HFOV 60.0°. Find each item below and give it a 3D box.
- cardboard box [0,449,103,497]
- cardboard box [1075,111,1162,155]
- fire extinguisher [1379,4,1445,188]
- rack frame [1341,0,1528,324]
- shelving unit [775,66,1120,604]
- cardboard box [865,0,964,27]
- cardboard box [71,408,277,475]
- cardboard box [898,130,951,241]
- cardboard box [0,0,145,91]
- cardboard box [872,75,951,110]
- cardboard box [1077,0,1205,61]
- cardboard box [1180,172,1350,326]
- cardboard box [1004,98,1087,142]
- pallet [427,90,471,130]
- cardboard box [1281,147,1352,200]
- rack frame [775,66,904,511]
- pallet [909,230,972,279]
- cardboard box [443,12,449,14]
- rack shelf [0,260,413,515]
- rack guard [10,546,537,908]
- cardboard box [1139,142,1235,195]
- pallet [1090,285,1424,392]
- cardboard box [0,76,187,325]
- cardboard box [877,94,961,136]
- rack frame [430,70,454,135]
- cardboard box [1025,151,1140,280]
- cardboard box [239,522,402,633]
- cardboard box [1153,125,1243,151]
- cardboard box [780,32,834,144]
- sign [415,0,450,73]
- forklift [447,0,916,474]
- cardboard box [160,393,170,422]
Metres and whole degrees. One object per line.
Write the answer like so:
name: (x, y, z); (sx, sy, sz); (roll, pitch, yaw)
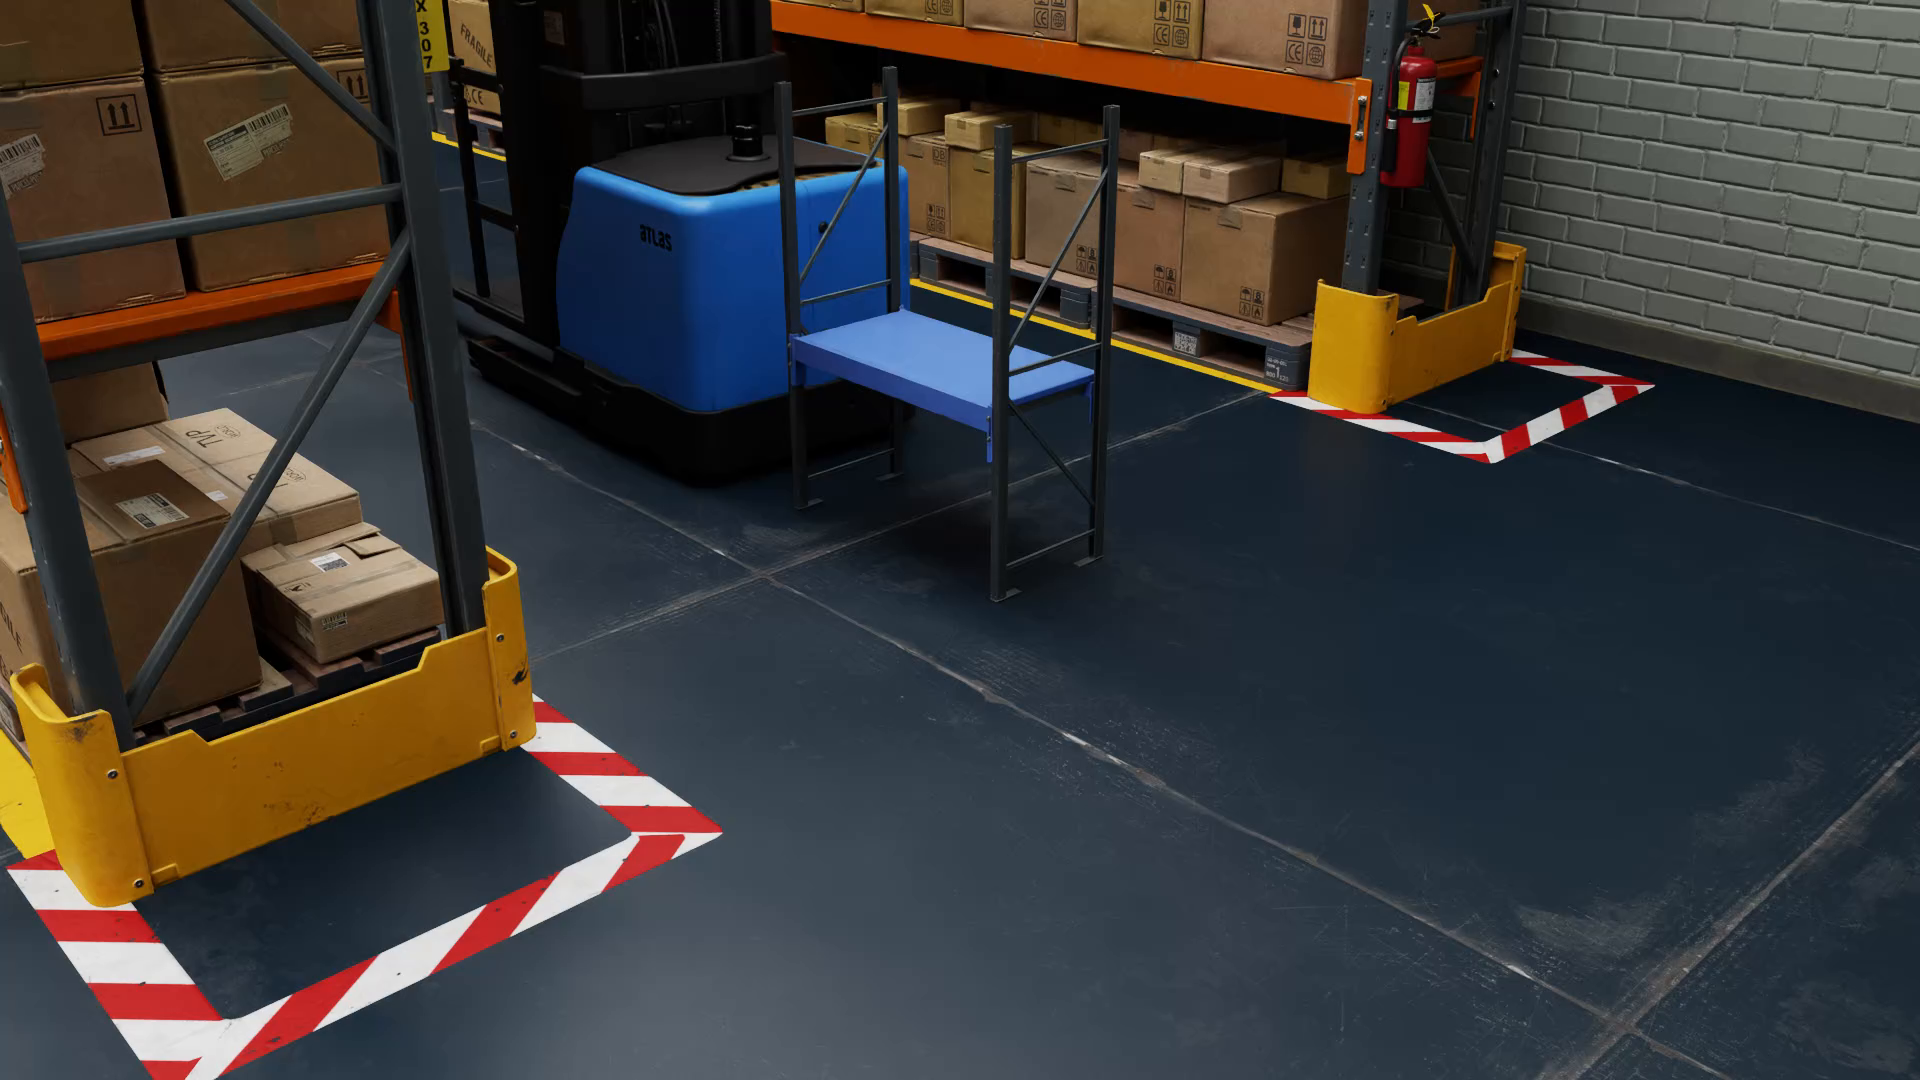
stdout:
cardboard box: (-2.811, -0.032, 4.989); (0.500, 0.250, 0.500); (-21, 32, -38)
cardboard box: (0.794, -2.033, 8.317); (0.380, 0.149, 0.250); (-21, 32, -38)
fire extinguisher: (1.748, -1.717, 6.441); (0.296, 0.674, 0.183); (-21, 32, -38)
rack frame: (1.982, -2.098, 6.735); (1.000, 3.000, 0.127); (-21, 32, -38)
shelving unit: (-0.058, -0.708, 5.495); (0.538, 1.500, 1.048); (-21, 32, -38)
cardboard box: (0.101, -3.055, 8.471); (0.980, 0.700, 0.700); (-22, 33, -40)
cardboard box: (-2.480, -0.189, 5.333); (0.500, 0.250, 0.500); (-21, 32, -38)
cardboard box: (0.025, -1.955, 8.927); (0.700, 0.500, 0.500); (-22, 32, -39)
cardboard box: (-2.137, -1.249, 3.549); (0.500, 0.500, 0.500); (-22, 32, -39)
cardboard box: (-0.270, -2.504, 9.348); (0.380, 0.149, 0.250); (-21, 32, -39)
cardboard box: (1.120, -2.604, 7.482); (0.980, 0.700, 0.700); (-22, 32, -39)
cardboard box: (1.430, -1.336, 7.569); (0.700, 0.500, 0.500); (-21, 32, -38)
cardboard box: (0.444, -2.188, 8.656); (0.380, 0.149, 0.250); (-21, 32, -38)
pallet: (-4.019, -3.490, 13.147); (1.003, 0.211, 1.213); (-21, 32, -38)
cardboard box: (1.662, -1.650, 7.476); (0.380, 0.149, 0.250); (-21, 32, -38)
rack frame: (-0.406, -0.862, 5.833); (0.500, 1.500, 0.032); (-21, 32, -38)
pallet: (-0.290, -1.789, 9.417); (1.003, 0.211, 1.213); (-21, 32, -38)
cardboard box: (-4.284, -3.977, 13.336); (0.700, 0.500, 0.500); (-21, 32, -39)
rack shelf: (-2.999, -0.970, 5.130); (1.077, 0.370, 4.000); (-21, 32, -38)
rack guard: (-1.684, 0.423, 4.222); (1.175, 0.500, 0.348); (-21, 32, -38)
cardboard box: (1.034, -1.695, 7.576); (0.380, 0.149, 0.250); (-20, 31, -37)
pallet: (1.378, -1.049, 7.796); (1.003, 0.211, 1.213); (-21, 32, -38)
cardboard box: (-2.137, -0.796, 3.760); (0.500, 0.500, 0.500); (-20, 31, -37)
cardboard box: (-0.215, -2.248, 8.787); (0.380, 0.149, 0.250); (-20, 31, -37)
rack frame: (-3.486, -4.522, 12.048); (1.000, 3.000, 0.127); (-21, 32, -38)
cardboard box: (0.744, -1.639, 8.235); (0.500, 0.500, 0.700); (23, 33, 40)
cardboard box: (-1.838, 0.097, 4.807); (0.380, 0.166, 0.250); (-21, 32, -38)
cardboard box: (1.144, -1.879, 7.979); (0.380, 0.149, 0.250); (-21, 32, -38)
cardboard box: (-1.291, -2.683, 10.101); (0.750, 0.750, 0.750); (-21, 32, -38)
sign: (-1.236, -1.240, 3.810); (0.100, 0.325, 0.005); (-21, 32, -38)
forklift: (-1.512, -2.110, 6.844); (1.130, 2.935, 3.031); (-19, 31, -36)
cardboard box: (-3.257, -0.561, 6.075); (0.500, 0.311, 0.500); (-21, 32, -38)
